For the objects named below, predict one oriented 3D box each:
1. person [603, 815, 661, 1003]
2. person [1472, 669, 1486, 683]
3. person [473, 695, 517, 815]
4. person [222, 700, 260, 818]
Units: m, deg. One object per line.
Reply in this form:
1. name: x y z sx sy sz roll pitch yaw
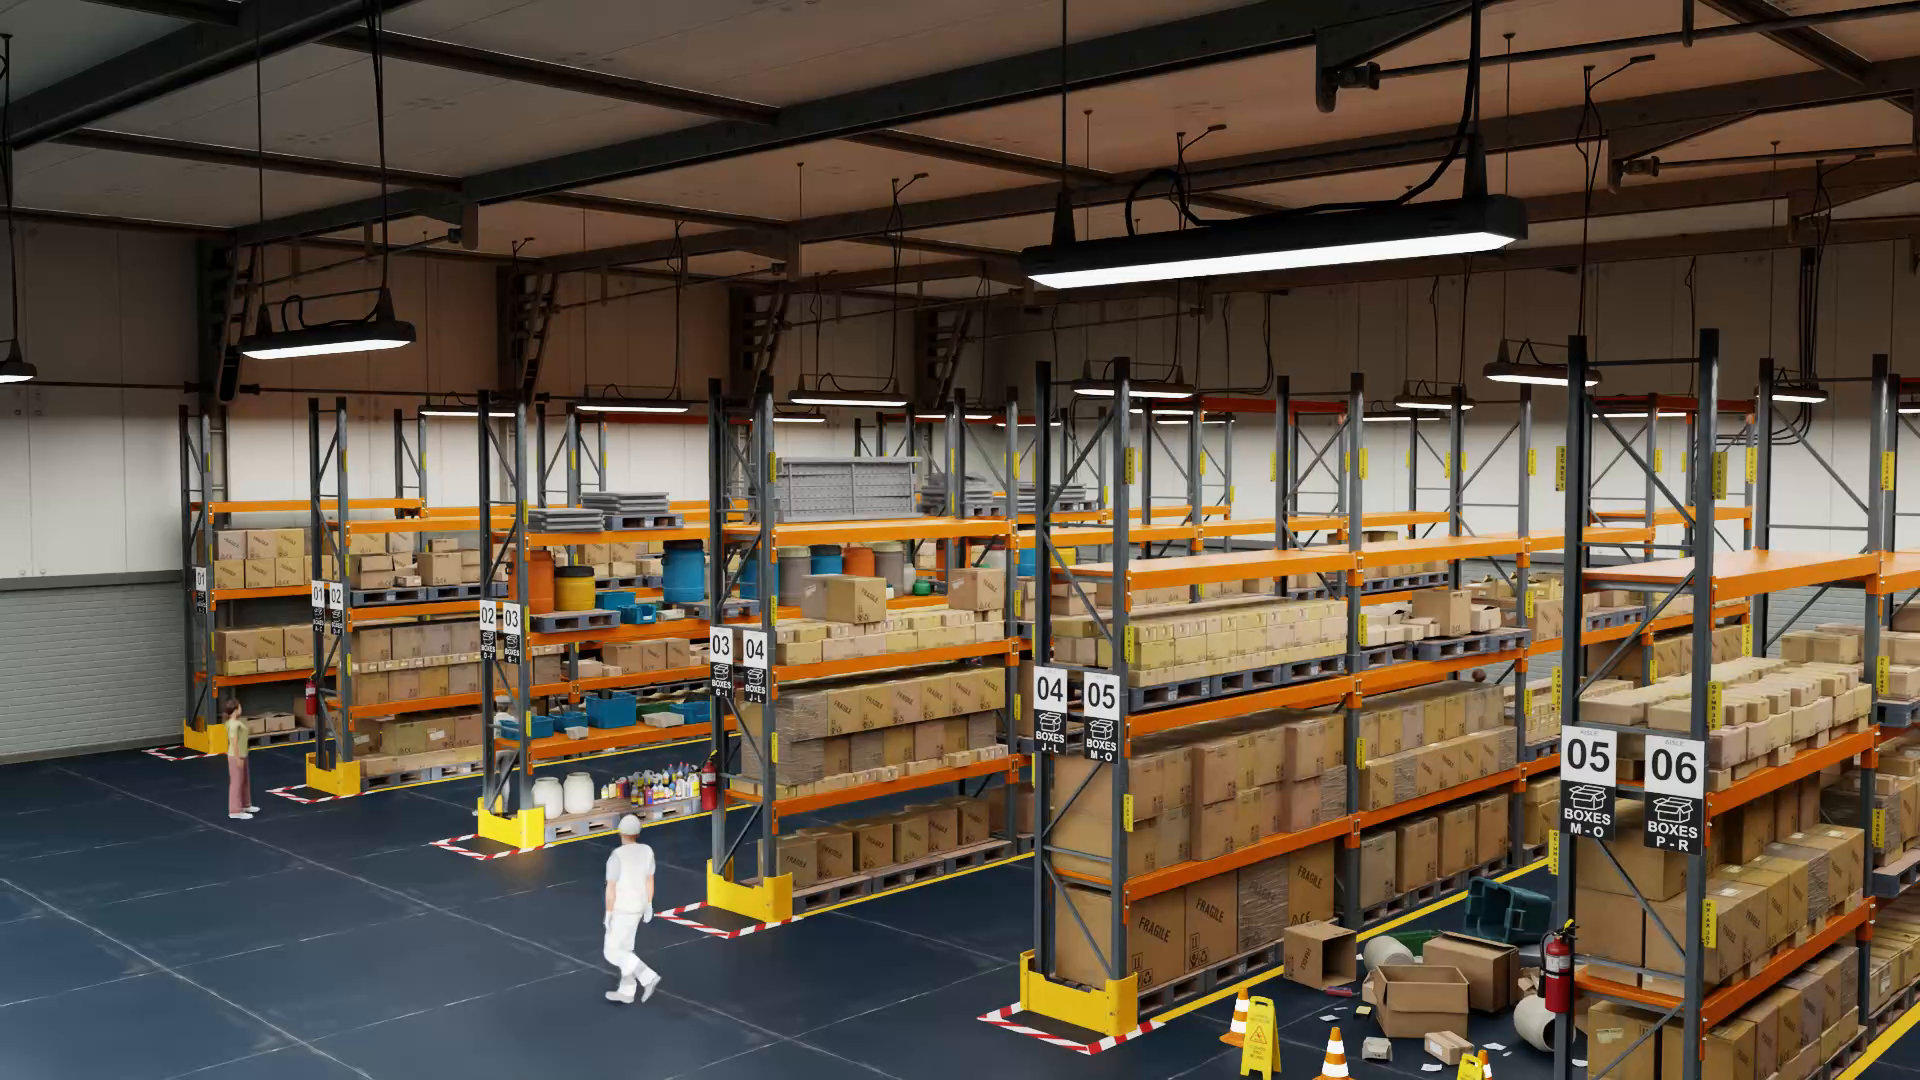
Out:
1. person: -3.060 3.443 15.468 0.586 1.786 0.511 0 3 3
2. person: 8.536 2.922 27.524 0.443 1.601 0.339 -1 3 -17
3. person: -6.634 3.073 23.764 0.590 1.699 0.396 -3 4 -44
4. person: -10.231 3.091 23.622 0.424 1.676 0.530 -1 3 -11
